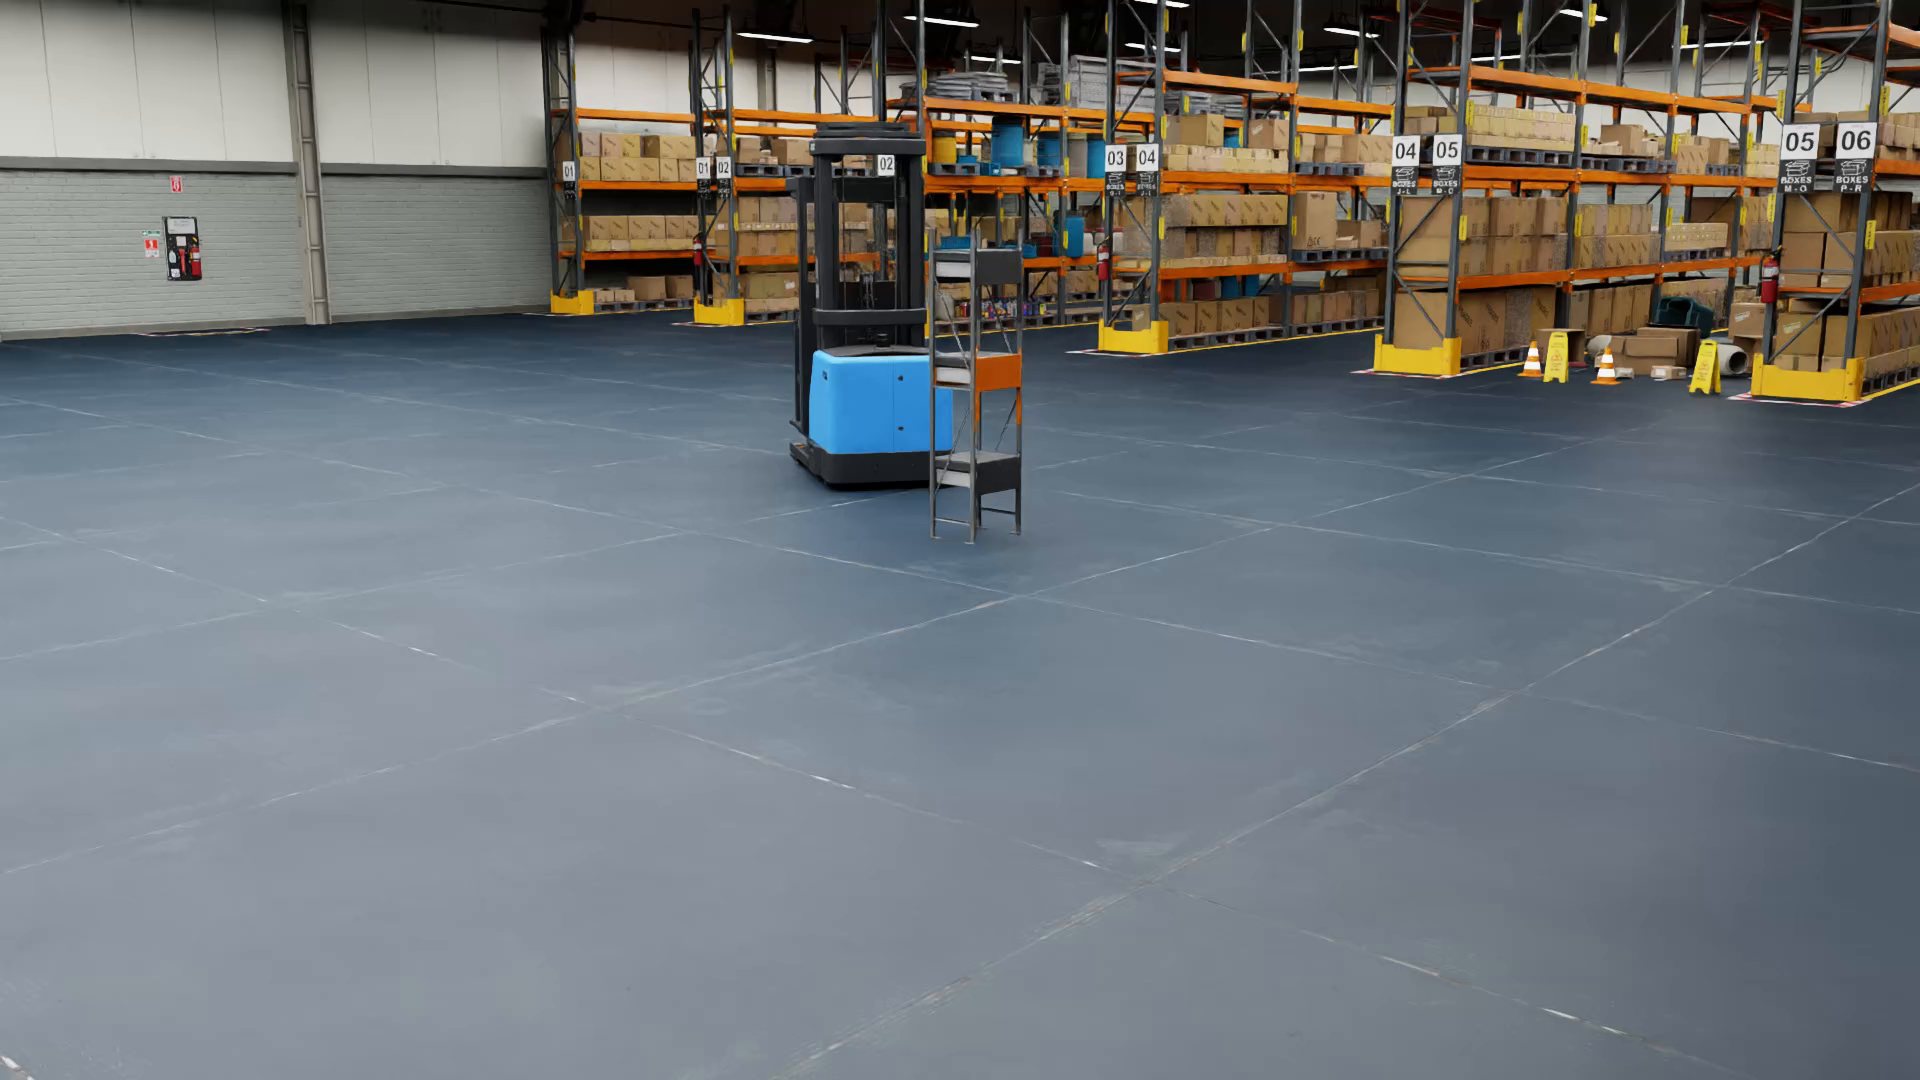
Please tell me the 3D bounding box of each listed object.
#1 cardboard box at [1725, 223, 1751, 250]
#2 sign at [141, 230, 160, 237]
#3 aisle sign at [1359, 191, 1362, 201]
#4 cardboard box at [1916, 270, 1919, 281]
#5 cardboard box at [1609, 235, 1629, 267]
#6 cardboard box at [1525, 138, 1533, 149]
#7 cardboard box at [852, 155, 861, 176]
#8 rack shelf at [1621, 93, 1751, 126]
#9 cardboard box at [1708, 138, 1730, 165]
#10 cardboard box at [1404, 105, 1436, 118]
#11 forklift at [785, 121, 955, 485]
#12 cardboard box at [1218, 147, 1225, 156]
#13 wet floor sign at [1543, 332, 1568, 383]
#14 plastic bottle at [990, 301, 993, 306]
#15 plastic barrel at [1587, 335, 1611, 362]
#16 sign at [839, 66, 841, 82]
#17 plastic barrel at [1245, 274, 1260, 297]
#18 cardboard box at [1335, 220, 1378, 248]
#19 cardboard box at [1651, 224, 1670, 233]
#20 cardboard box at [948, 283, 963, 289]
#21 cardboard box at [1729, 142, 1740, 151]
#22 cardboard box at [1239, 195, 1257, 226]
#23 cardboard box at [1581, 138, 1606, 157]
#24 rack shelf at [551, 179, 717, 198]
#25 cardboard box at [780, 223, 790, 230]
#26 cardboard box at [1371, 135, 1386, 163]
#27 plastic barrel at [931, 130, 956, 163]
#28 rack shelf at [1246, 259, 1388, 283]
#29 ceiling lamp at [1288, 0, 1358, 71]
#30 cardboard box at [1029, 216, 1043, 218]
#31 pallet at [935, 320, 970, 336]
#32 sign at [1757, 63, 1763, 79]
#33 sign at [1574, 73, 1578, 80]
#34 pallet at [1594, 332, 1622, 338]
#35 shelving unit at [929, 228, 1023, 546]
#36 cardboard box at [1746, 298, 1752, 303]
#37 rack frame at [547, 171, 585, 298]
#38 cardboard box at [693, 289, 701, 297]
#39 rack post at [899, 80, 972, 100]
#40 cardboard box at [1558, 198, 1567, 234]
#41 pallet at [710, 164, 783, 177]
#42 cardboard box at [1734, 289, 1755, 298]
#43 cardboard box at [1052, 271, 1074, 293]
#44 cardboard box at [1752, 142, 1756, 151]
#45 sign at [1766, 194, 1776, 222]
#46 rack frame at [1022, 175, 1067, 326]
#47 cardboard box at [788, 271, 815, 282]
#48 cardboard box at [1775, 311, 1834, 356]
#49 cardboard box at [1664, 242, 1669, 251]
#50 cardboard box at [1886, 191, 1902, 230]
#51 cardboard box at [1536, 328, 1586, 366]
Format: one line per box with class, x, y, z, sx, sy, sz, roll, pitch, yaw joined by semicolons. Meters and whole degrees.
cardboard box;14.797;-5.814;31.852;0.500;0.500;0.500;9;15;39
sign;-14.703;-5.573;30.216;0.001;0.109;0.331;10;15;40
aisle sign;9.810;-8.711;40.736;0.394;0.787;0.004;10;15;40
cardboard box;12.412;-3.501;21.927;0.380;0.149;0.250;10;15;41
cardboard box;10.550;-4.715;27.112;0.500;0.500;0.500;10;15;41
cardboard box;7.993;-5.685;23.876;0.380;0.149;0.250;10;15;40
cardboard box;-2.910;-9.380;41.688;0.700;0.500;0.500;8;14;36
rack shelf;12.961;-7.677;29.738;1.077;0.370;4.000;10;15;40
cardboard box;13.948;-7.263;31.137;0.700;0.500;0.500;10;15;40
cardboard box;6.327;-5.900;22.919;0.380;0.149;0.250;10;15;41
forklift;-0.908;-2.126;14.578;1.130;2.935;3.031;-3;12;-14
cardboard box;4.070;-6.302;27.020;0.380;0.149;0.250;10;15;40
wet floor sign;7.828;-2.398;21.777;0.267;0.644;0.232;7;13;31
plastic bottle;0.583;-4.456;31.914;0.097;0.271;0.097;0;11;0
plastic barrel;9.404;-2.773;24.220;0.421;0.421;0.512;-2;11;-9
sign;-2.513;-9.846;35.152;0.100;0.325;0.005;10;15;40
plastic barrel;6.530;-5.974;37.955;0.600;0.901;0.708;10;15;40
cardboard box;7.362;-5.721;31.077;0.500;0.500;0.700;-9;15;-39
cardboard box;12.094;-5.408;28.886;0.380;0.149;0.250;10;15;40
cardboard box;-0.291;-5.800;37.314;0.500;0.311;0.500;10;15;40
cardboard box;14.655;-7.428;31.380;0.380;0.149;0.250;9;15;39
cardboard box;4.591;-5.494;27.698;0.500;0.500;0.500;10;15;40
cardboard box;10.328;-6.445;27.269;0.500;0.311;0.500;9;15;39
rack shelf;-7.141;-7.803;37.004;1.077;0.370;4.000;10;15;40
cardboard box;-3.637;-6.300;33.388;0.380;0.149;0.250;9;14;38
cardboard box;7.524;-7.232;30.777;0.500;0.500;0.500;10;15;40
plastic barrel;-0.363;-7.063;29.910;0.600;0.588;0.600;0;11;0
rack shelf;6.661;-4.999;30.625;1.077;0.370;4.000;10;15;40
ceiling lamp;9.472;-13.980;43.532;2.000;3.185;0.800;10;15;40
cardboard box;1.771;-8.815;47.129;0.980;0.700;0.700;11;16;43
pallet;-0.465;-3.878;30.296;1.003;0.211;1.213;10;15;40
sign;16.514;-9.676;34.300;0.100;0.325;0.005;10;15;40
sign;13.661;-10.190;36.872;0.100;0.325;0.005;10;15;40
pallet;10.258;-3.338;27.589;1.003;0.211;1.213;10;15;40
shelving unit;0.109;-1.054;11.334;0.431;2.100;0.503;10;15;40
cardboard box;15.374;-4.710;32.790;0.380;0.149;0.250;11;16;43
rack frame;-8.462;-6.390;35.754;1.000;3.000;0.127;10;15;40
cardboard box;-6.152;-5.723;38.522;0.380;0.166;0.250;7;14;33
rack post;-0.425;-7.901;29.277;0.954;0.300;0.937;-10;15;-41
cardboard box;8.731;-4.955;25.426;0.875;0.550;0.550;10;15;40
pallet;-4.252;-7.279;32.769;1.003;0.211;1.213;10;15;40
cardboard box;15.405;-4.847;32.713;0.380;0.149;0.250;10;15;42
cardboard box;2.409;-6.251;40.315;0.500;0.500;0.500;10;15;41
cardboard box;14.860;-7.464;31.559;0.380;0.149;0.250;9;14;38
sign;9.741;-3.985;19.950;0.100;0.325;0.005;10;15;40
rack frame;1.621;-5.698;32.288;1.000;3.000;0.127;10;15;40
cardboard box;-3.225;-5.246;34.059;0.500;0.500;0.500;10;15;40
cardboard box;10.478;-2.565;20.634;0.500;0.500;0.500;10;15;41
cardboard box;12.088;-5.112;28.925;0.380;0.149;0.250;10;15;40
cardboard box;11.978;-4.353;21.984;0.700;0.500;0.500;10;15;41
cardboard box;8.746;-2.816;24.233;0.500;0.500;0.500;-9;14;-38
